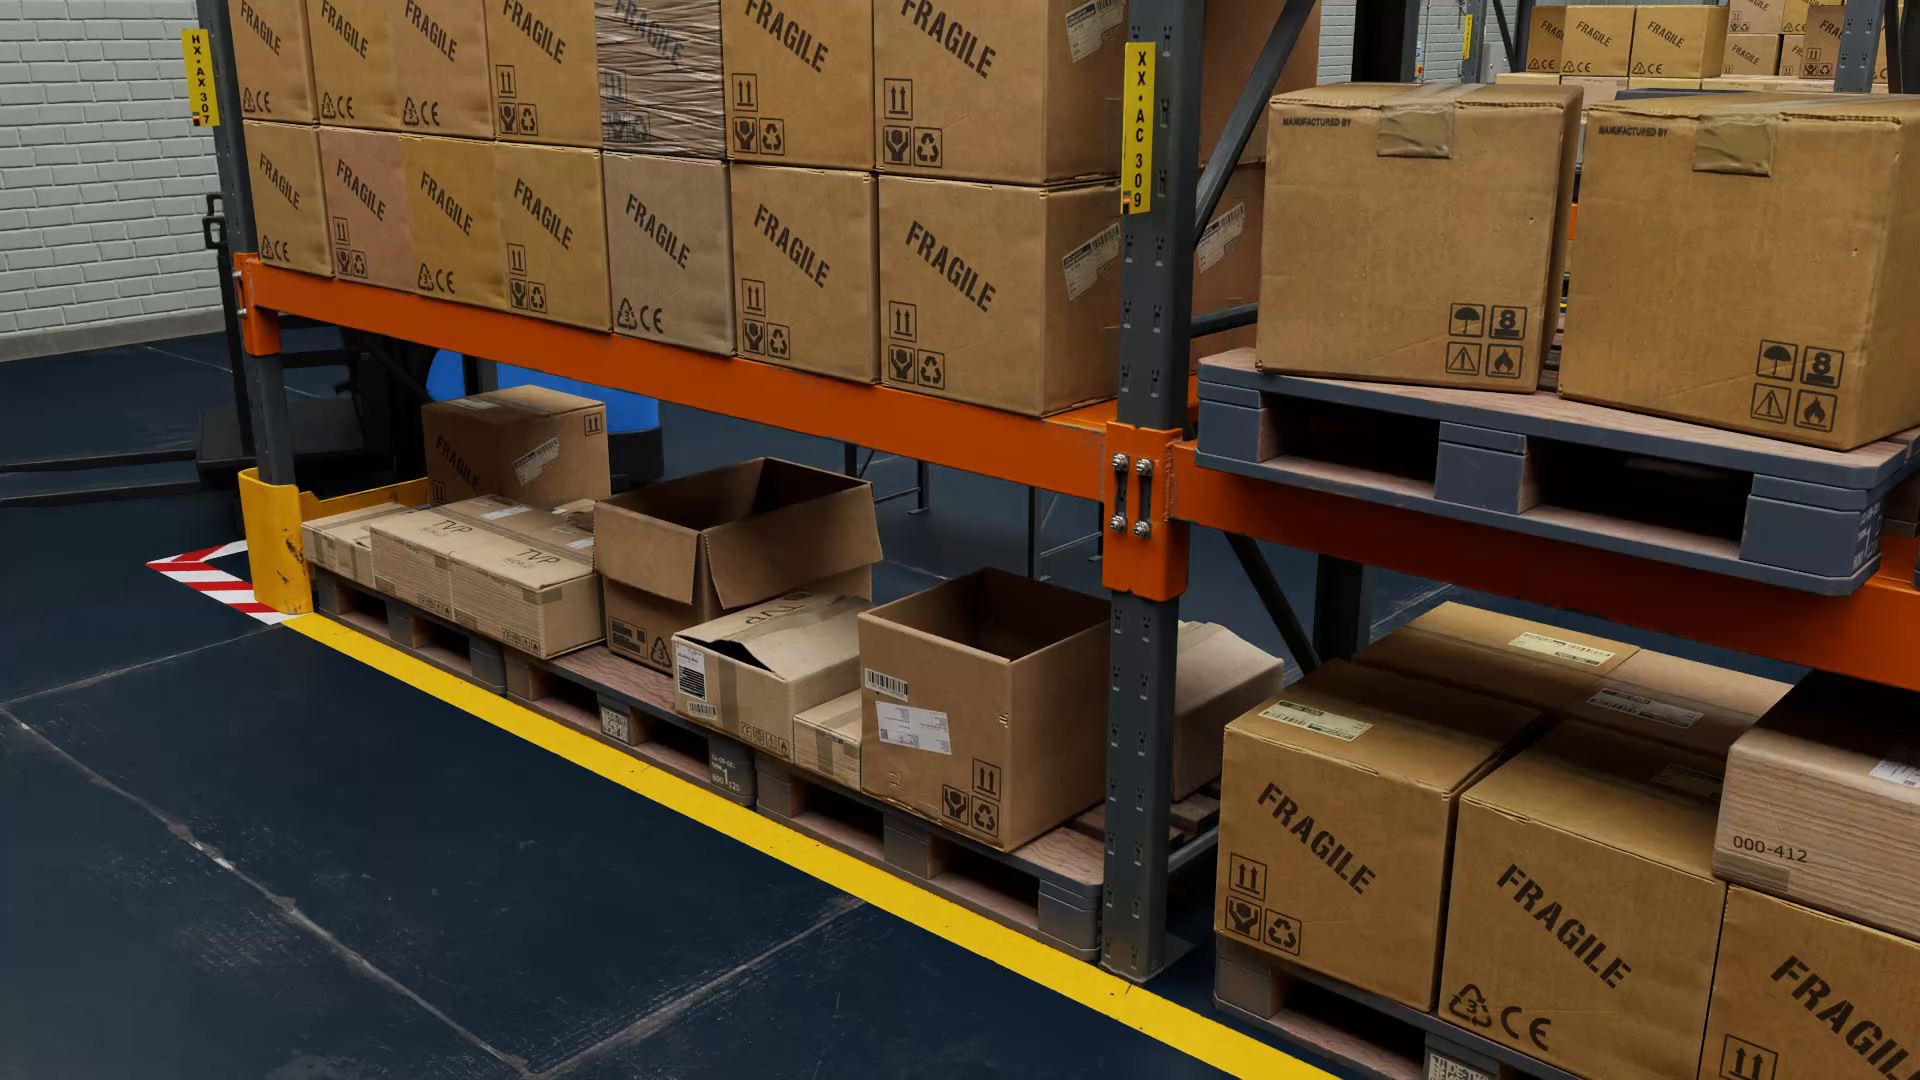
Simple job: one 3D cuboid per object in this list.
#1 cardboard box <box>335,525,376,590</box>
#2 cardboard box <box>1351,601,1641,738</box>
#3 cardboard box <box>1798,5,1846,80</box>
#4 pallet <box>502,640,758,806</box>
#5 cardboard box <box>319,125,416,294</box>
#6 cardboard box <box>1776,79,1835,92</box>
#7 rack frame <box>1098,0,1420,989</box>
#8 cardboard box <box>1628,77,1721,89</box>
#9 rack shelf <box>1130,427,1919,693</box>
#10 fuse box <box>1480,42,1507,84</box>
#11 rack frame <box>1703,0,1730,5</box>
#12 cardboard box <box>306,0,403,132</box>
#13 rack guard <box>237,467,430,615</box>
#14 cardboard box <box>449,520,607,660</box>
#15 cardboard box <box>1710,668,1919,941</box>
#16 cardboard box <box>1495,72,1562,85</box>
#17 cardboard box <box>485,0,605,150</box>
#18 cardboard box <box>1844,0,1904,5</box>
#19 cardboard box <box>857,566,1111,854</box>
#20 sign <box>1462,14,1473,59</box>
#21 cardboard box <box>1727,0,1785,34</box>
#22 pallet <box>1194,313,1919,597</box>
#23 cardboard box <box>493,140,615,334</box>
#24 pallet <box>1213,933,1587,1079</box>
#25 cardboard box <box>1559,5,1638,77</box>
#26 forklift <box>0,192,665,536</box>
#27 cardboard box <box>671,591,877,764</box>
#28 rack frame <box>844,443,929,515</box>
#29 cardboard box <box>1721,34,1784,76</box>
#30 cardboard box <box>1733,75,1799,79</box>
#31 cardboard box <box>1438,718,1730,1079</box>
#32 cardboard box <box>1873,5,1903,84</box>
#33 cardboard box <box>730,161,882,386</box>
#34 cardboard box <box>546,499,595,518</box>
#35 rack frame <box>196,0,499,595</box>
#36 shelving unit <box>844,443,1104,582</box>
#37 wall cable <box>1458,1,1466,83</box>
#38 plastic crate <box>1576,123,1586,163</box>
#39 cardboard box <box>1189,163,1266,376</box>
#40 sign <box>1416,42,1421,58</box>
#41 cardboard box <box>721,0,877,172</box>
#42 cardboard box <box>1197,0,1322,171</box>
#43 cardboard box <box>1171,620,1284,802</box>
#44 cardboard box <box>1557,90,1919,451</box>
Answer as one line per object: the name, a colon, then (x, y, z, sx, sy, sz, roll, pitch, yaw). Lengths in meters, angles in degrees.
cardboard box: (-2.014, 0.031, 6.011, 0.250, 0.166, 0.380, 15, 23, 39)
cardboard box: (1.265, 0.498, 3.990, 0.500, 0.500, 0.500, 15, 23, 39)
cardboard box: (6.340, -3.545, 11.839, 0.500, 0.500, 0.500, 14, 22, 38)
pallet: (-0.724, 0.428, 5.415, 1.213, 0.211, 1.003, 15, 23, 39)
cardboard box: (-1.740, -1.118, 5.511, 0.500, 0.500, 0.500, 15, 23, 39)
cardboard box: (6.009, -3.064, 11.565, 0.500, 0.250, 0.500, 16, 23, 40)
rack frame: (0.706, -0.518, 3.786, 0.127, 3.000, 1.000, 15, 23, 39)
cardboard box: (5.239, -3.270, 12.214, 0.500, 0.250, 0.500, 14, 22, 37)
rack shelf: (2.202, 0.226, 2.630, 4.000, 0.370, 1.077, 15, 23, 39)
fuse box: (8.141, -6.763, 25.593, 0.414, 1.711, 0.539, 15, 23, 39)
rack frame: (7.660, -4.664, 16.849, 0.127, 3.000, 1.000, 15, 23, 39)
cardboard box: (-1.733, -1.594, 5.357, 0.500, 0.500, 0.500, 15, 23, 40)
rack guard: (-2.229, -0.115, 6.647, 0.348, 0.500, 1.175, 15, 23, 39)
cardboard box: (-1.320, 0.153, 5.488, 0.500, 0.250, 0.500, 15, 23, 39)
cardboard box: (1.654, 0.459, 2.872, 0.500, 0.250, 0.500, 15, 23, 39)
cardboard box: (4.472, -3.475, 12.859, 0.500, 0.250, 0.500, 14, 23, 38)
cardboard box: (-0.982, -1.390, 4.716, 0.500, 0.500, 0.500, 15, 23, 39)
cardboard box: (8.576, -4.970, 15.505, 0.500, 0.500, 0.500, 14, 23, 38)
cardboard box: (0.091, 0.413, 4.256, 0.500, 0.500, 0.500, 15, 23, 39)
sign: (3.919, -3.888, 12.842, 0.005, 0.325, 0.100, 15, 23, 39)
cardboard box: (7.820, -5.180, 16.164, 0.500, 0.500, 0.500, 15, 23, 39)
pallet: (1.231, -0.242, 3.232, 1.213, 0.211, 1.003, 15, 23, 39)
cardboard box: (-0.993, -0.916, 4.874, 0.500, 0.500, 0.500, 15, 23, 40)
pallet: (1.339, 0.966, 3.721, 1.213, 0.211, 1.003, 15, 23, 39)
cardboard box: (4.846, -3.732, 12.429, 0.500, 0.500, 0.500, 14, 23, 38)
forklift: (-2.960, -1.587, 7.267, 3.031, 2.935, 1.130, -7, 19, -21)
cardboard box: (-0.470, 0.353, 4.759, 0.500, 0.311, 0.500, 15, 23, 39)
rack frame: (-0.316, -0.800, 7.152, 0.032, 1.500, 0.500, 15, 23, 39)
cardboard box: (7.813, -4.701, 16.308, 0.500, 0.500, 0.500, 16, 24, 42)
cardboard box: (5.983, -3.287, 12.268, 0.500, 0.250, 0.500, 15, 23, 39)
cardboard box: (1.312, 0.720, 3.289, 0.500, 0.500, 0.500, 15, 23, 40)
cardboard box: (6.391, -3.320, 11.131, 0.500, 0.500, 0.500, 15, 23, 40)
cardboard box: (-0.225, -0.712, 4.230, 0.500, 0.500, 0.500, 16, 24, 41)
cardboard box: (-1.473, -0.026, 6.190, 0.250, 0.166, 0.380, 15, 23, 39)
rack frame: (-2.286, -1.322, 6.317, 0.127, 3.000, 1.000, 15, 23, 39)
shelving unit: (0.064, -0.698, 6.831, 1.048, 1.500, 0.538, 15, 23, 39)
wall cable: (7.570, -7.739, 24.857, 0.122, 1.984, 0.588, 15, 23, 39)
plastic crate: (2.977, -1.959, 8.422, 0.530, 0.282, 0.437, 15, 23, 39)
cardboard box: (0.505, -0.730, 4.288, 0.500, 0.500, 0.500, 16, 23, 41)
sign: (6.560, -7.061, 23.956, 0.001, 0.218, 0.327, 15, 23, 39)
cardboard box: (-0.229, -1.188, 4.078, 0.500, 0.500, 0.500, 14, 23, 38)
cardboard box: (0.540, -1.201, 4.119, 0.500, 0.500, 0.500, 16, 23, 41)
cardboard box: (0.535, 0.420, 4.546, 0.500, 0.311, 0.500, 15, 23, 39)
cardboard box: (1.468, -0.497, 2.859, 0.700, 0.500, 0.500, -14, 22, -37)
